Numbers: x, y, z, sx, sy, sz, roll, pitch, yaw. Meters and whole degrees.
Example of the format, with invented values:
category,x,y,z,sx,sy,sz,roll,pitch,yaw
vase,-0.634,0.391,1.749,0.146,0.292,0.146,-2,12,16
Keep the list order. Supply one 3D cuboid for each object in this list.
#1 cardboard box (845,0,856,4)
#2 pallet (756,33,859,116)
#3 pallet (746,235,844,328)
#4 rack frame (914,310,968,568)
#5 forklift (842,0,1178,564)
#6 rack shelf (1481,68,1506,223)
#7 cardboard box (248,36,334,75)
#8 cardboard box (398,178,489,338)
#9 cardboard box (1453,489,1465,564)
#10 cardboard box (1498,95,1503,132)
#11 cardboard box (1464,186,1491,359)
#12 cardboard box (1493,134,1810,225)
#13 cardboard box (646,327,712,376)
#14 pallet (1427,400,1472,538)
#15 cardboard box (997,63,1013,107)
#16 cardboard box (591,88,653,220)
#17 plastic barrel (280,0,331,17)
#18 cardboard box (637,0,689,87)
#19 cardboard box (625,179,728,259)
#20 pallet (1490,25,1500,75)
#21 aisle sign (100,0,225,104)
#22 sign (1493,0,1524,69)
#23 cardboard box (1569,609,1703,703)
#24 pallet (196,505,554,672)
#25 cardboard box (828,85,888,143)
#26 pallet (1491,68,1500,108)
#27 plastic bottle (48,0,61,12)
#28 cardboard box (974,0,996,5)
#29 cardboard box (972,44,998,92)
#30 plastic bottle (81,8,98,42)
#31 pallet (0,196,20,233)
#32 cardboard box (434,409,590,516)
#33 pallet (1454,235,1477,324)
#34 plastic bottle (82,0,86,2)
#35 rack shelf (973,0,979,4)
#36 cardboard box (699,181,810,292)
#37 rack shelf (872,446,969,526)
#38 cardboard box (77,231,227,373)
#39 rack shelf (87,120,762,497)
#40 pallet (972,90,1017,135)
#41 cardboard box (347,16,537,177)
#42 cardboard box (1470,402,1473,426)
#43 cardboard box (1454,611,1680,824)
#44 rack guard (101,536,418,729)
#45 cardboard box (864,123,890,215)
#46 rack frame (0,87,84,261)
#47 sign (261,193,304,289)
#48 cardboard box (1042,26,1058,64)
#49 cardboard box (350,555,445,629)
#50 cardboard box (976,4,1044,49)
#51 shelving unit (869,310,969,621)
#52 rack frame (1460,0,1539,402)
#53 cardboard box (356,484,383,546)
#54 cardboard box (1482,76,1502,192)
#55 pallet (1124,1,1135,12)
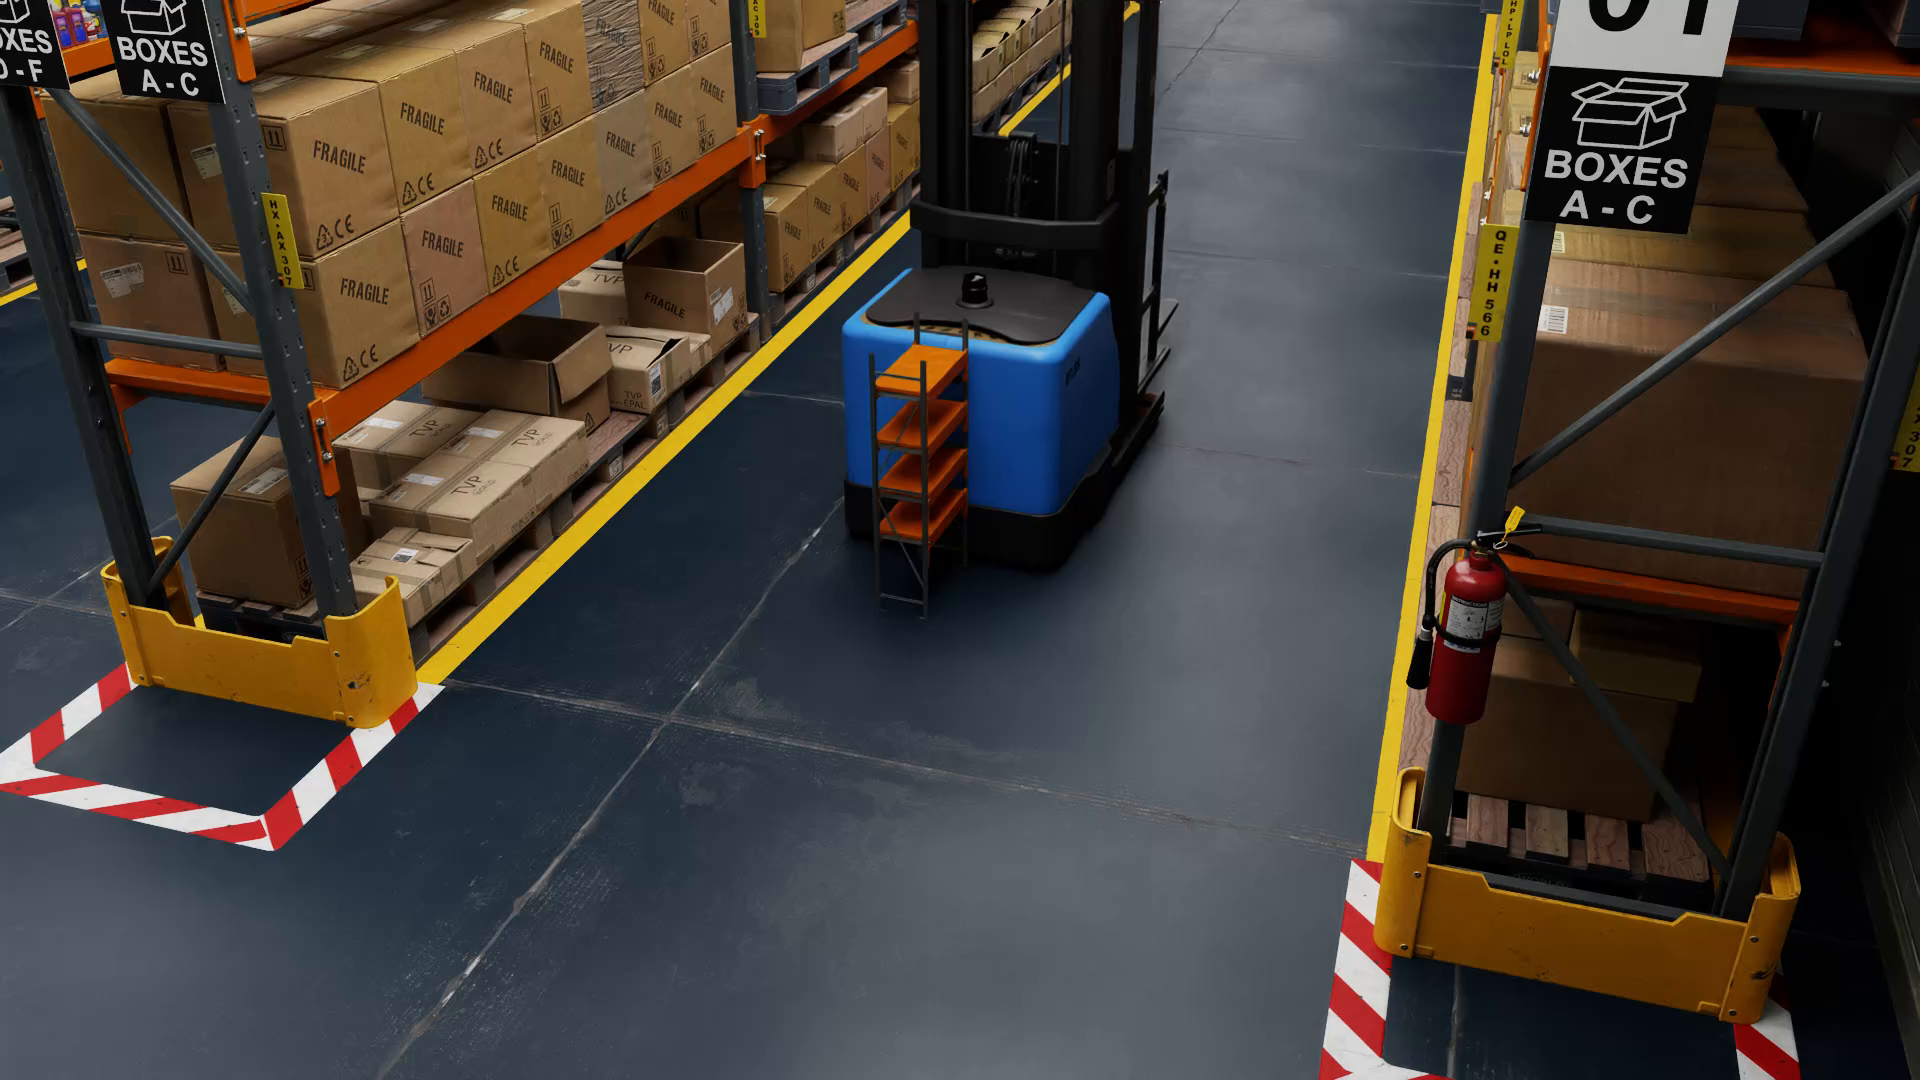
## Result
category,x,y,z,sx,sy,sz,roll,pitch,yaw
cardboard box,-0.970,-3.938,11.208,0.700,0.500,0.500,14,32,24
pallet,-1.277,-2.830,9.949,1.003,0.211,1.213,8,30,15
pallet,-1.413,-1.723,10.630,1.003,0.211,1.213,8,30,15
rack frame,-0.080,-0.422,7.275,0.240,1.200,0.015,10,31,18
forklift,0.451,-1.876,8.108,1.130,2.935,3.031,10,31,18
rack shelf,3.708,-2.468,9.841,1.077,0.370,4.000,8,30,15
cardboard box,-2.775,-1.661,6.518,0.500,0.500,0.500,9,30,16
cardboard box,-2.262,-1.152,6.632,0.500,0.500,0.500,8,30,14
cardboard box,2.500,-0.140,7.055,0.700,0.500,0.500,9,30,16
cardboard box,3.141,-2.315,9.064,0.380,0.149,0.250,9,30,15
cardboard box,3.187,-1.418,8.992,0.750,0.750,0.750,9,30,15
cardboard box,2.522,-1.056,6.254,0.980,0.700,0.700,7,30,12
cardboard box,-1.565,-1.016,8.971,0.380,0.149,0.250,8,30,15
pallet,2.822,-0.292,8.058,1.003,0.211,1.213,8,30,15
cardboard box,0.139,-3.834,13.953,0.500,0.250,0.500,8,30,13
cardboard box,-1.816,-1.854,7.894,0.500,0.500,0.500,9,30,16
plastic barrel,-5.303,-4.131,13.890,0.600,0.830,0.708,8,30,15
cardboard box,-1.665,-2.528,8.078,0.500,0.500,0.500,8,30,14
cardboard box,-1.745,-1.928,10.249,0.500,0.500,0.500,8,30,15
pallet,5.632,-4.669,15.926,1.003,0.211,1.213,8,30,15
aisle sign,-2.529,-1.761,5.157,0.394,0.787,0.004,8,30,15
sign,2.599,-2.397,7.864,0.100,0.325,0.005,8,30,15
cardboard box,2.211,0.379,5.456,0.380,0.149,0.250,9,30,15
pallet,-2.535,0.114,7.329,1.003,0.211,1.213,8,30,15
cardboard box,-0.801,-2.873,11.177,0.500,0.250,0.500,8,30,14
pallet,5.242,-3.990,14.705,1.003,0.211,1.213,8,30,15
plastic bottle,-5.925,-3.381,10.793,0.144,0.351,0.185,8,30,15
cardboard box,0.070,-4.874,15.245,0.500,0.311,0.500,8,30,13
cardboard box,-0.008,-3.845,13.396,0.500,0.311,0.500,10,30,17
plastic bottle,-5.779,-3.407,10.994,0.097,0.201,0.097,0,29,0
pallet,-6.084,-2.401,11.848,1.003,0.211,1.213,8,30,15
cardboard box,-2.066,-0.367,7.699,0.500,0.250,0.500,8,30,15
pallet,3.631,-1.572,10.359,1.003,0.211,1.213,8,30,15
plastic bottle,-6.164,-3.835,11.690,0.097,0.271,0.097,0,29,0
rack shelf,0.145,-5.032,14.450,1.077,0.370,4.000,8,30,15
cardboard box,-1.241,-1.848,10.105,0.500,0.500,0.500,7,30,13
rack shelf,-0.164,-0.252,7.107,0.258,0.148,0.480,10,31,18
cardboard box,-2.919,-0.990,6.341,0.500,0.500,0.500,9,30,16
rack shelf,-2.203,-1.314,7.767,1.077,0.370,4.000,8,30,15
pallet,-0.163,-3.575,13.960,1.003,0.211,1.213,8,30,15
cardboard box,-2.110,-1.824,6.812,0.500,0.500,0.500,9,30,16
cardboard box,2.375,-0.519,7.069,0.380,0.149,0.250,8,30,13
cardboard box,2.056,0.575,5.770,0.700,0.500,0.500,8,30,15
rack guard,-2.768,0.358,6.592,1.175,0.500,0.348,8,30,15
cardboard box,-0.792,-2.563,11.391,0.500,0.500,0.500,7,30,13
rack frame,-6.350,-3.266,10.536,1.000,3.000,0.127,8,30,15
sign,-2.271,-1.000,5.572,0.100,0.325,0.005,8,30,15
cardboard box,0.588,-4.551,15.242,0.500,0.250,0.500,9,30,16
cardboard box,-2.339,0.209,6.769,0.380,0.149,0.250,8,30,15
cardboard box,0.441,-4.566,14.692,0.500,0.311,0.500,8,30,14
shelving unit,-0.164,-0.311,7.075,0.258,1.200,0.503,10,31,18
rack frame,3.120,-1.853,7.995,1.000,3.000,0.127,8,30,15
cardboard box,-2.661,-0.116,7.336,0.380,0.166,0.250,8,30,15
cardboard box,3.953,-2.633,11.176,0.750,0.750,0.750,8,30,14
pallet,1.362,-5.990,18.300,1.003,0.211,1.213,8,30,15
